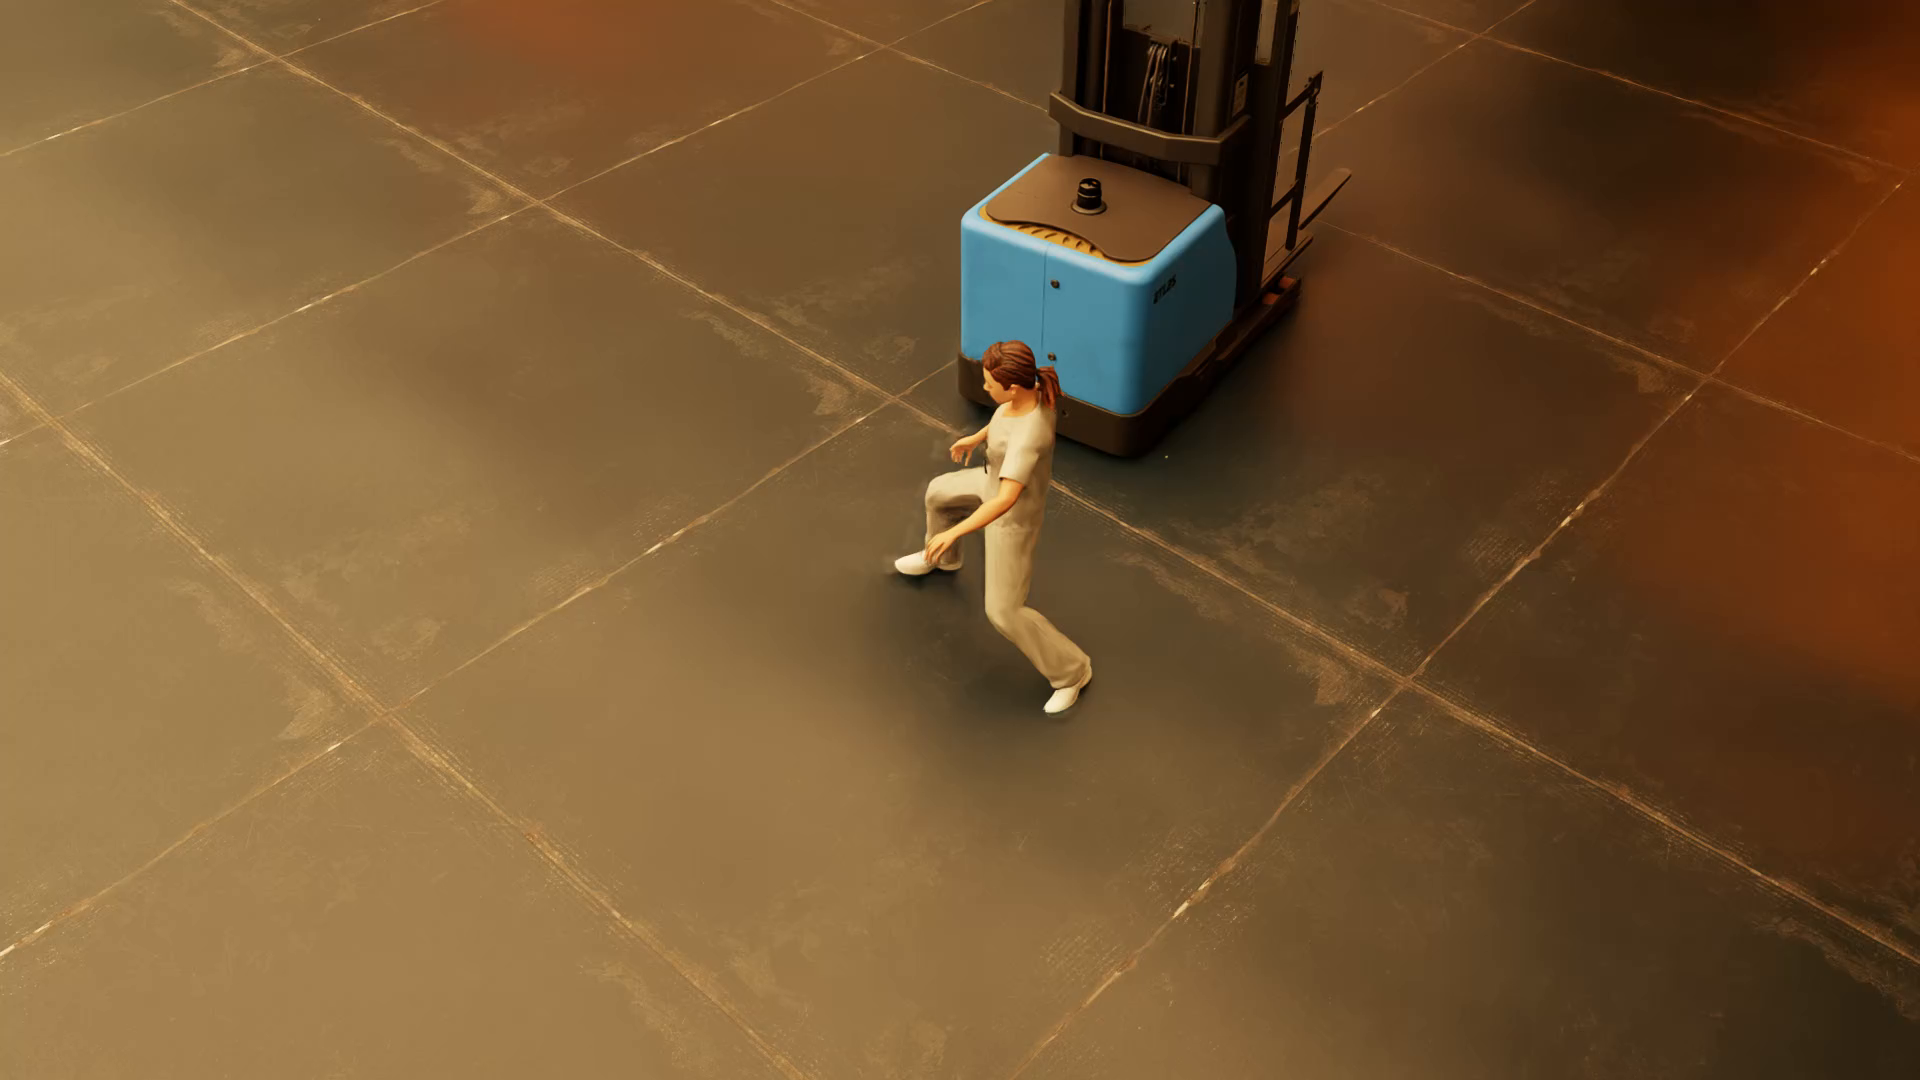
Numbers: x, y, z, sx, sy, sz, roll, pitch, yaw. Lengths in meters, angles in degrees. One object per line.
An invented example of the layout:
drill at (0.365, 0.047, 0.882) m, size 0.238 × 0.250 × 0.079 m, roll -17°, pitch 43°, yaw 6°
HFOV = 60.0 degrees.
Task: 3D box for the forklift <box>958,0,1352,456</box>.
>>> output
forklift at (1.221, -2.445, 8.278) m, size 1.130 × 2.935 × 3.031 m, roll 23°, pitch 46°, yaw 25°

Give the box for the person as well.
person at (0.130, -0.133, 6.751) m, size 0.881 × 1.490 × 0.936 m, roll 2°, pitch 41°, yaw 3°
